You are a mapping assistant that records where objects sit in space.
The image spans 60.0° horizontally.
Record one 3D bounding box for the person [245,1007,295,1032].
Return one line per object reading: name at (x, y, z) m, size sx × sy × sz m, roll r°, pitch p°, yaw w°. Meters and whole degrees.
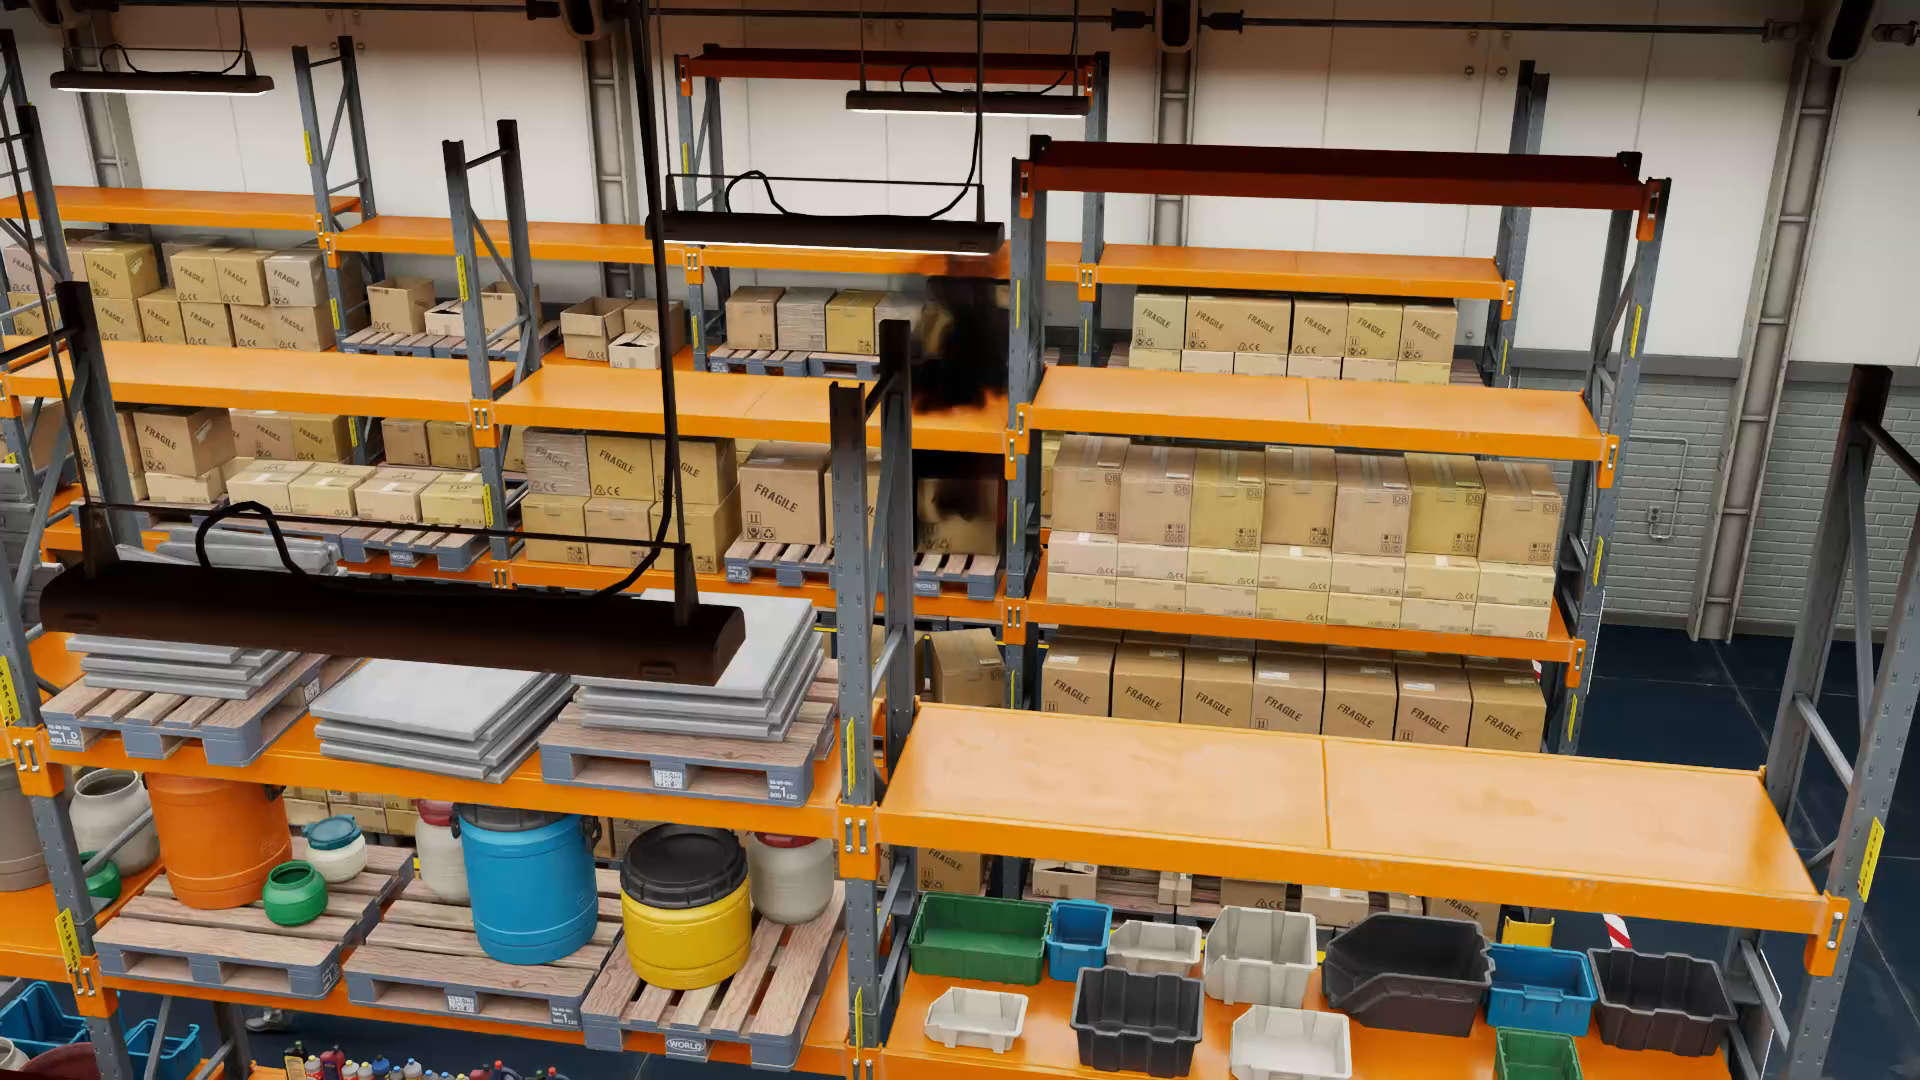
person at (-4.977, 2.722, 11.720) m, size 0.586 × 1.740 × 0.636 m, roll 1°, pitch 23°, yaw 3°
